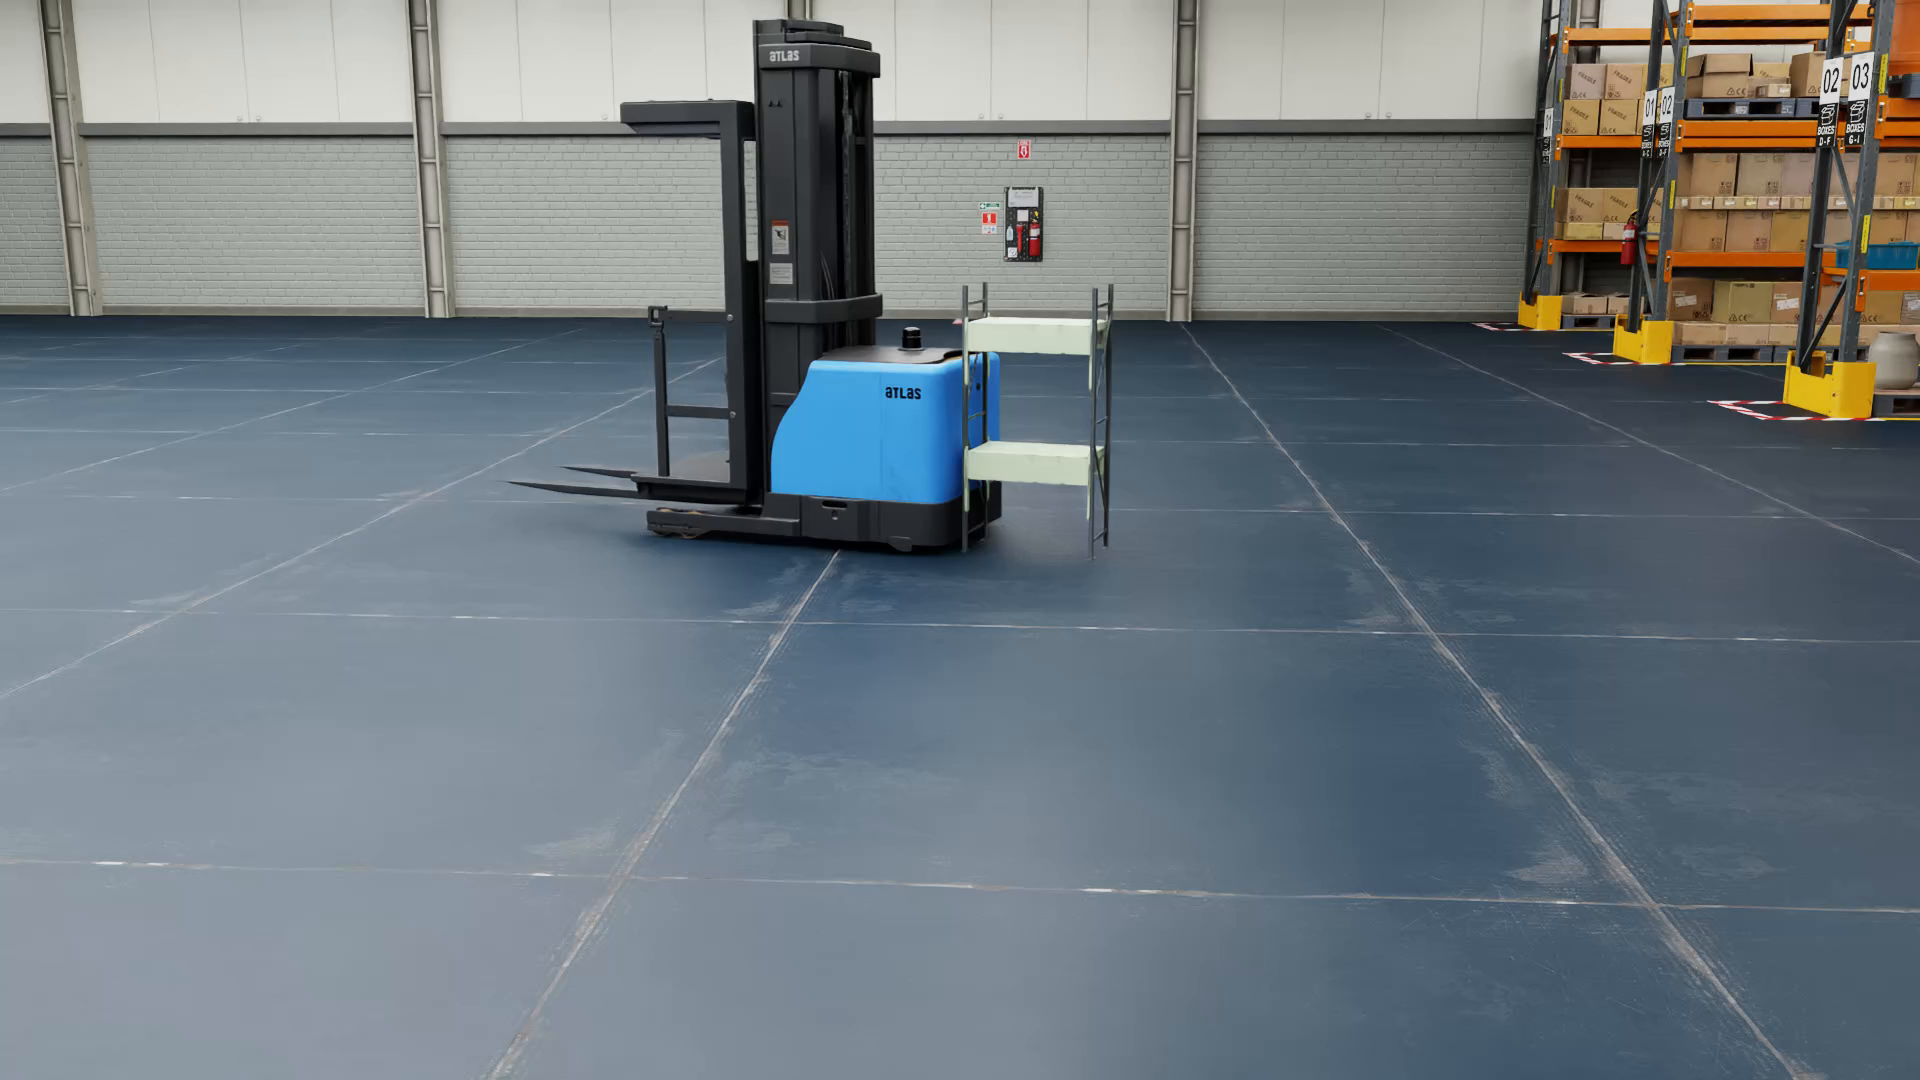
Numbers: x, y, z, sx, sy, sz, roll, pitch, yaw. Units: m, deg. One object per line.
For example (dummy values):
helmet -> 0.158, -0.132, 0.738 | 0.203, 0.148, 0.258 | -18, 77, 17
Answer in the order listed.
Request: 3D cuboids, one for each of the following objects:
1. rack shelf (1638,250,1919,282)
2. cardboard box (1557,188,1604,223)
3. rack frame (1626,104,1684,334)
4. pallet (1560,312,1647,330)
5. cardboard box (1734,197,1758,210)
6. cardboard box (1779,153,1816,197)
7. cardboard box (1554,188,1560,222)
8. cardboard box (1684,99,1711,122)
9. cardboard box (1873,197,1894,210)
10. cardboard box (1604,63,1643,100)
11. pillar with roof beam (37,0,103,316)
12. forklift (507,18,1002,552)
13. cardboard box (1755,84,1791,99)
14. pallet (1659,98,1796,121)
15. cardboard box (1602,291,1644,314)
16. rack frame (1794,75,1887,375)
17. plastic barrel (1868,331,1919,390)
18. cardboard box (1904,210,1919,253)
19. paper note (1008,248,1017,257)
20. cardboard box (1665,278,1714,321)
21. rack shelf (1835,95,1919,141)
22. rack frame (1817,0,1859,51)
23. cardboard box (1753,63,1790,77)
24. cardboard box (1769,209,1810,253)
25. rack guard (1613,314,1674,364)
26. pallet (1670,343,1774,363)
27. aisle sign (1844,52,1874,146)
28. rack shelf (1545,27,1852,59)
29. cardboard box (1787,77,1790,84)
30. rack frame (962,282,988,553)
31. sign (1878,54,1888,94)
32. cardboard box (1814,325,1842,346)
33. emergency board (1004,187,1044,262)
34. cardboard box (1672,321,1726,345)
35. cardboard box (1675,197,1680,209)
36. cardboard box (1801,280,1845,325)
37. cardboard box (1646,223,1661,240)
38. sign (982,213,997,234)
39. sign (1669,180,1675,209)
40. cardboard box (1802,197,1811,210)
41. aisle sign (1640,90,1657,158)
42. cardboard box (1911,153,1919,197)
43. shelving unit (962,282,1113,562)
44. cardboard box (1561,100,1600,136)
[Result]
rack shelf -> 10.372, -3.313, 20.038 | 4.000, 0.370, 1.077 | 1, 12, 4
cardboard box -> 9.160, -4.940, 24.545 | 0.500, 0.500, 0.500 | 1, 12, 4
rack frame -> 8.376, -3.693, 20.096 | 0.127, 3.000, 1.000 | 1, 12, 4
pallet -> 9.587, -3.321, 25.127 | 1.213, 0.211, 1.003 | 1, 12, 4
cardboard box -> 9.266, -4.003, 19.751 | 0.250, 0.149, 0.380 | 1, 12, 4
cardboard box -> 9.922, -4.354, 19.845 | 0.500, 0.500, 0.700 | 1, 12, 4
cardboard box -> 9.188, -5.045, 25.047 | 0.500, 0.500, 0.500 | 1, 12, 3
cardboard box -> 10.608, -6.152, 24.234 | 0.500, 0.500, 0.500 | 2, 12, 7
cardboard box -> 10.815, -3.982, 19.650 | 0.250, 0.149, 0.380 | 1, 12, 5
cardboard box -> 9.569, -6.649, 24.167 | 0.500, 0.500, 0.500 | 1, 12, 3
pillar with roof beam -> -14.774, -7.257, 22.484 | 0.400, 9.000, 9.100 | 1, 12, 4
forklift -> -1.318, -1.535, 9.946 | 3.031, 2.935, 1.130 | 5, 13, 21
cardboard box -> 9.538, -5.260, 19.508 | 0.250, 0.149, 0.380 | 1, 12, 4
pallet -> 9.080, -5.103, 19.726 | 1.213, 0.211, 1.003 | 1, 12, 4
cardboard box -> 9.957, -3.568, 24.993 | 0.500, 0.311, 0.500 | 2, 12, 8
rack frame -> 8.041, -2.681, 15.258 | 0.127, 3.000, 1.000 | 1, 12, 4
plastic barrel -> 8.703, -1.675, 15.502 | 0.421, 0.512, 0.421 | 0, 12, 0
cardboard box -> 11.397, -3.698, 19.875 | 0.500, 0.500, 0.700 | 1, 12, 3
paper note -> 0.838, -4.581, 26.493 | 0.142, 0.148, 0.016 | 1, 12, 4
cardboard box -> 8.931, -2.973, 20.513 | 0.500, 0.500, 0.500 | 1, 12, 4
rack shelf -> 10.037, -3.770, 14.894 | 4.000, 0.370, 1.077 | 1, 12, 4
rack frame -> 12.694, -7.587, 24.058 | 0.127, 3.000, 1.000 | 1, 12, 4
cardboard box -> 11.626, -6.623, 24.044 | 0.500, 0.500, 0.500 | 1, 12, 7
cardboard box -> 9.860, -3.719, 19.974 | 0.500, 0.500, 0.700 | 1, 12, 4
rack guard -> 8.352, -2.470, 20.353 | 0.348, 0.500, 1.175 | 1, 12, 4
pallet -> 9.142, -2.326, 20.372 | 1.213, 0.211, 1.003 | 1, 12, 4
aisle sign -> 7.950, -3.894, 14.711 | 0.004, 0.787, 0.394 | 1, 12, 4
rack shelf -> 10.699, -7.260, 24.263 | 4.000, 0.370, 1.077 | 1, 12, 4
cardboard box -> 10.097, -5.422, 19.886 | 0.500, 0.311, 0.500 | 2, 12, 10
rack frame -> 0.087, -0.700, 9.451 | 0.023, 1.500, 0.400 | 4, 12, 18
sign -> 8.000, -4.041, 14.413 | 0.005, 0.325, 0.100 | 1, 12, 4
cardboard box -> 10.393, -2.479, 19.982 | 0.500, 0.250, 0.500 | 1, 12, 4
emergency board -> 1.010, -4.996, 26.324 | 0.643, 1.169, 0.194 | 1, 12, 4
cardboard box -> 8.896, -2.500, 20.082 | 0.500, 0.250, 0.500 | 1, 12, 4
cardboard box -> 8.770, -4.093, 20.180 | 0.250, 0.149, 0.380 | 1, 12, 3
cardboard box -> 10.393, -2.846, 19.904 | 0.500, 0.500, 0.500 | 1, 12, 4
cardboard box -> 10.196, -4.557, 24.546 | 0.500, 0.250, 0.500 | 1, 12, 3
sign -> 0.465, -5.042, 26.457 | 0.234, 0.329, 0.001 | 1, 12, 4
sign -> 8.333, -4.042, 19.457 | 0.005, 0.325, 0.100 | 1, 12, 4
cardboard box -> 10.038, -3.993, 19.701 | 0.250, 0.149, 0.380 | 1, 12, 3
aisle sign -> 8.330, -5.026, 20.120 | 0.004, 0.787, 0.394 | 1, 12, 4
cardboard box -> 11.420, -4.333, 19.746 | 0.500, 0.500, 0.700 | 1, 12, 4
shelving unit -> 0.434, -0.676, 9.338 | 0.755, 1.500, 0.431 | 4, 12, 18
cardboard box -> 9.020, -6.176, 24.348 | 0.500, 0.500, 0.500 | 1, 12, 5
